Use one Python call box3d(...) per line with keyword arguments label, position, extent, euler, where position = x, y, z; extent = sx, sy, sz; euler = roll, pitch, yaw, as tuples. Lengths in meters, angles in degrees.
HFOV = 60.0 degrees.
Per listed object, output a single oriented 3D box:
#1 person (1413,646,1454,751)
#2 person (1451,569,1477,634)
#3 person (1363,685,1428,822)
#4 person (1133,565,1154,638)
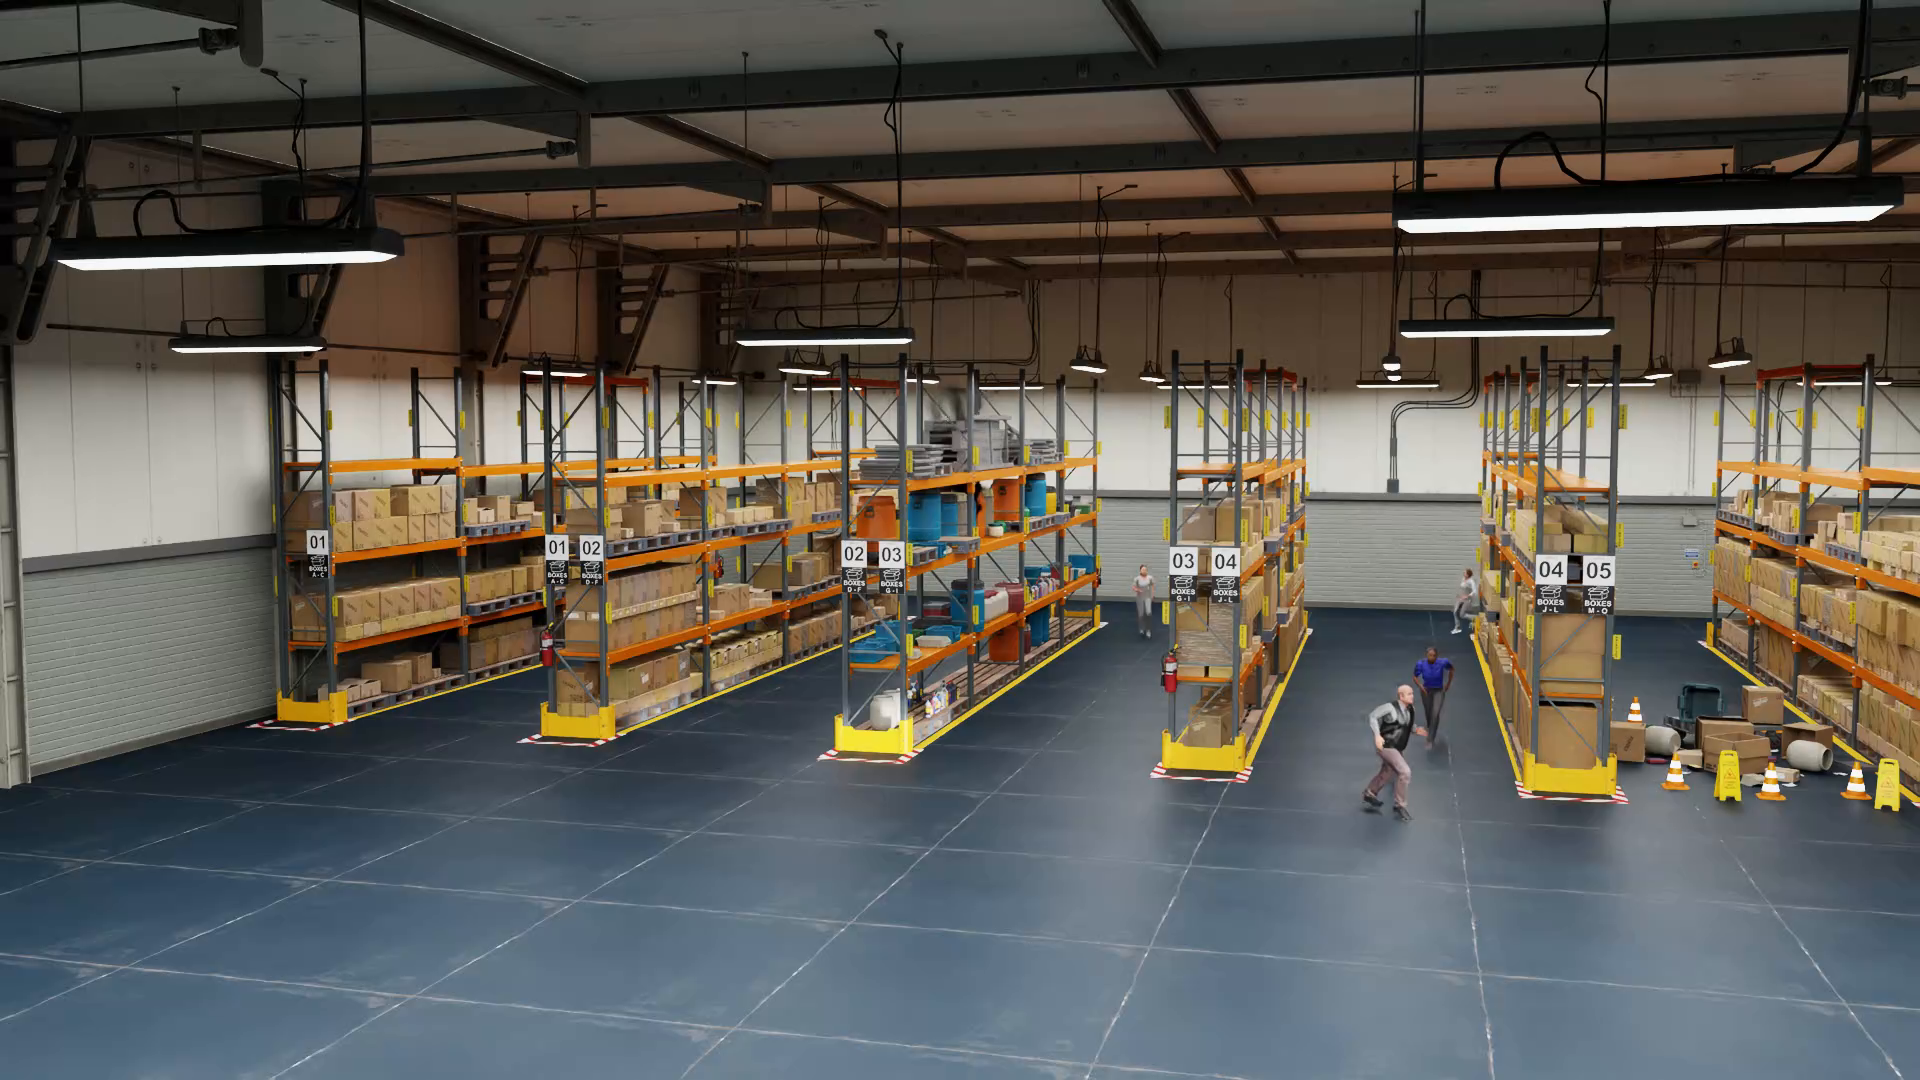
box3d(label="person", position=(7.282, 2.396, 25.614), extent=(0.609, 1.616, 0.962), euler=(1, 4, 15))
box3d(label="person", position=(11.908, 1.438, 39.028), extent=(0.645, 1.560, 0.590), euler=(-2, 4, -21))
box3d(label="person", position=(5.454, 2.662, 21.070), extent=(0.676, 1.712, 0.919), euler=(-3, 5, -38))
box3d(label="person", position=(4.250, 1.412, 38.522), extent=(0.510, 1.695, 0.752), euler=(0, 4, 5))
